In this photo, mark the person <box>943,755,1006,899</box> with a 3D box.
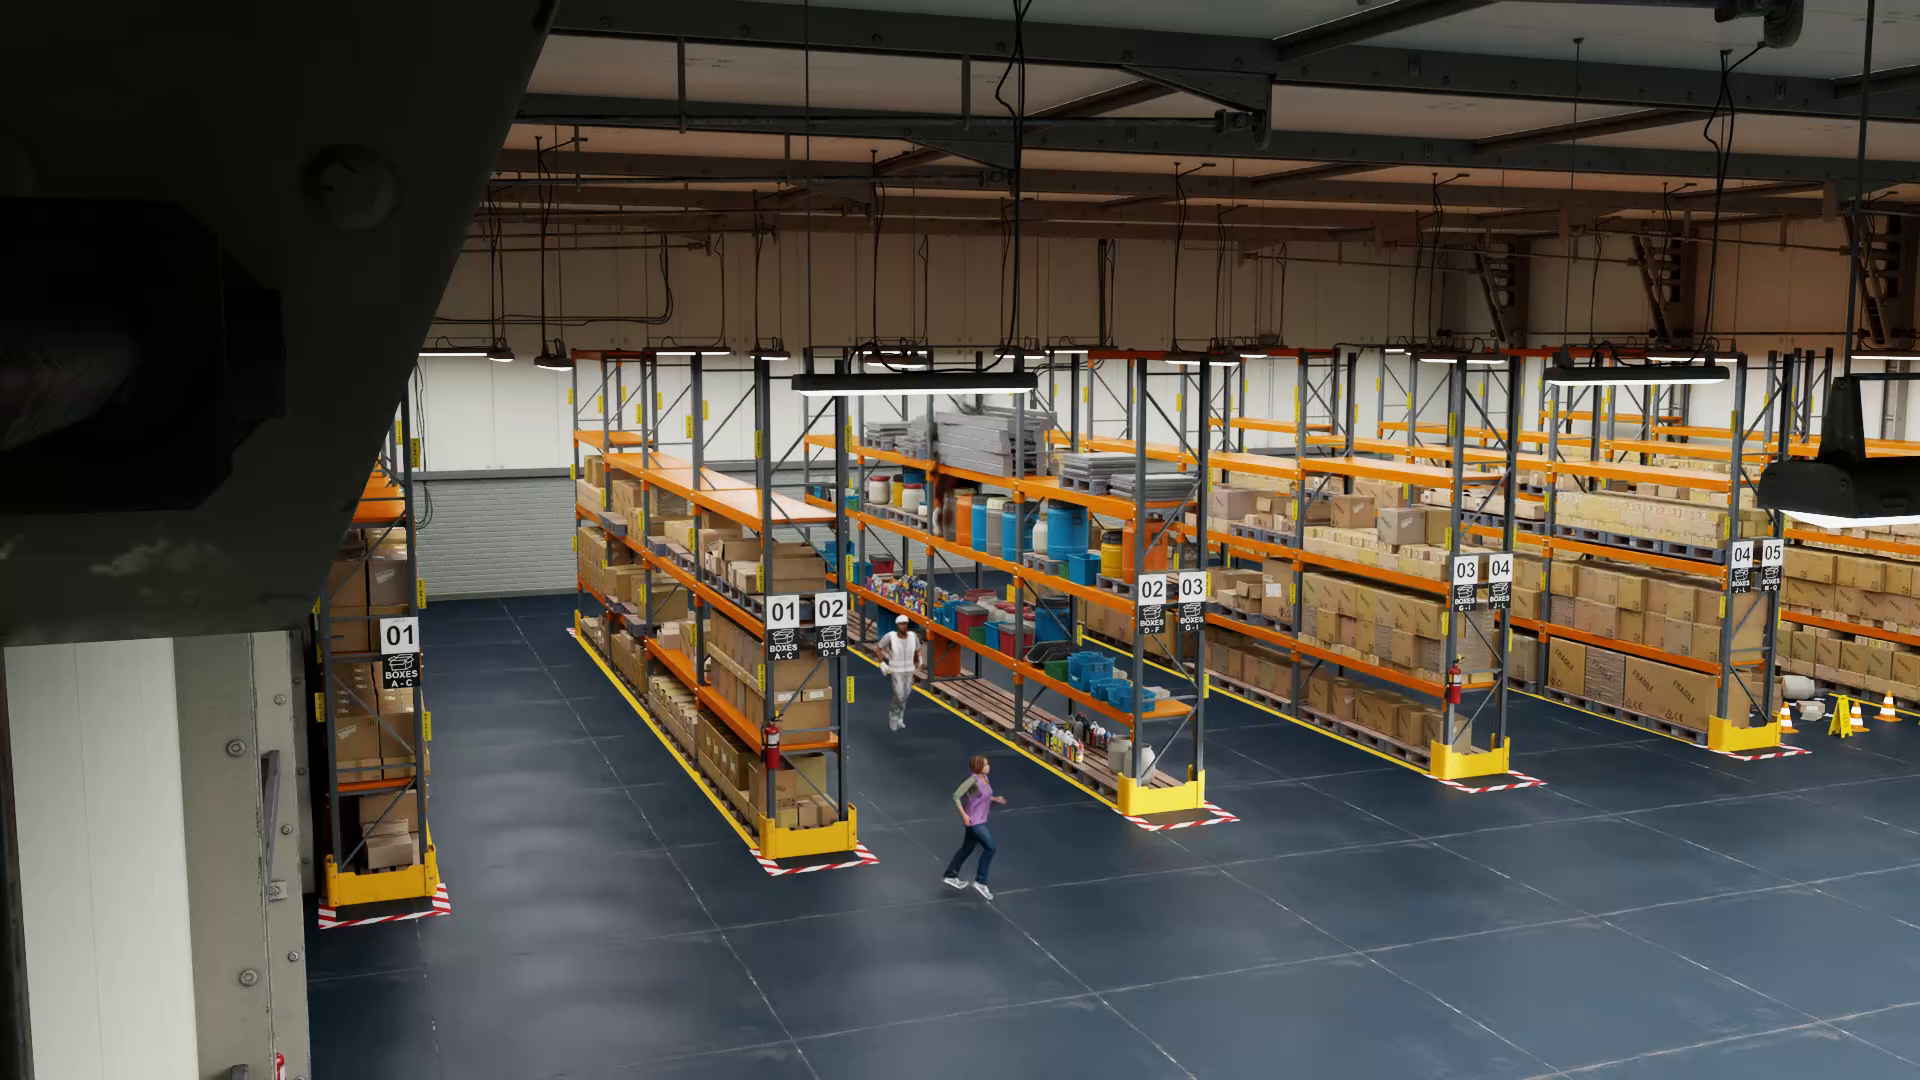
[{"bbox_3d":[0.162,3.214,18.780,0.717,1.630,0.528,1,7,10],"label":"person"}]

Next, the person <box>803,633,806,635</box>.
[{"bbox_3d":[-2.923,1.585,29.337,0.609,1.711,0.882,-4,8,-26],"label":"person"}]

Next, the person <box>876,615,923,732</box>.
[{"bbox_3d":[-0.862,2.038,25.339,0.684,1.807,0.615,-4,8,-27],"label":"person"}]

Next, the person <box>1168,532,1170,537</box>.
[{"bbox_3d":[4.905,0.592,39.838,0.601,1.593,0.726,2,7,15],"label":"person"}]
